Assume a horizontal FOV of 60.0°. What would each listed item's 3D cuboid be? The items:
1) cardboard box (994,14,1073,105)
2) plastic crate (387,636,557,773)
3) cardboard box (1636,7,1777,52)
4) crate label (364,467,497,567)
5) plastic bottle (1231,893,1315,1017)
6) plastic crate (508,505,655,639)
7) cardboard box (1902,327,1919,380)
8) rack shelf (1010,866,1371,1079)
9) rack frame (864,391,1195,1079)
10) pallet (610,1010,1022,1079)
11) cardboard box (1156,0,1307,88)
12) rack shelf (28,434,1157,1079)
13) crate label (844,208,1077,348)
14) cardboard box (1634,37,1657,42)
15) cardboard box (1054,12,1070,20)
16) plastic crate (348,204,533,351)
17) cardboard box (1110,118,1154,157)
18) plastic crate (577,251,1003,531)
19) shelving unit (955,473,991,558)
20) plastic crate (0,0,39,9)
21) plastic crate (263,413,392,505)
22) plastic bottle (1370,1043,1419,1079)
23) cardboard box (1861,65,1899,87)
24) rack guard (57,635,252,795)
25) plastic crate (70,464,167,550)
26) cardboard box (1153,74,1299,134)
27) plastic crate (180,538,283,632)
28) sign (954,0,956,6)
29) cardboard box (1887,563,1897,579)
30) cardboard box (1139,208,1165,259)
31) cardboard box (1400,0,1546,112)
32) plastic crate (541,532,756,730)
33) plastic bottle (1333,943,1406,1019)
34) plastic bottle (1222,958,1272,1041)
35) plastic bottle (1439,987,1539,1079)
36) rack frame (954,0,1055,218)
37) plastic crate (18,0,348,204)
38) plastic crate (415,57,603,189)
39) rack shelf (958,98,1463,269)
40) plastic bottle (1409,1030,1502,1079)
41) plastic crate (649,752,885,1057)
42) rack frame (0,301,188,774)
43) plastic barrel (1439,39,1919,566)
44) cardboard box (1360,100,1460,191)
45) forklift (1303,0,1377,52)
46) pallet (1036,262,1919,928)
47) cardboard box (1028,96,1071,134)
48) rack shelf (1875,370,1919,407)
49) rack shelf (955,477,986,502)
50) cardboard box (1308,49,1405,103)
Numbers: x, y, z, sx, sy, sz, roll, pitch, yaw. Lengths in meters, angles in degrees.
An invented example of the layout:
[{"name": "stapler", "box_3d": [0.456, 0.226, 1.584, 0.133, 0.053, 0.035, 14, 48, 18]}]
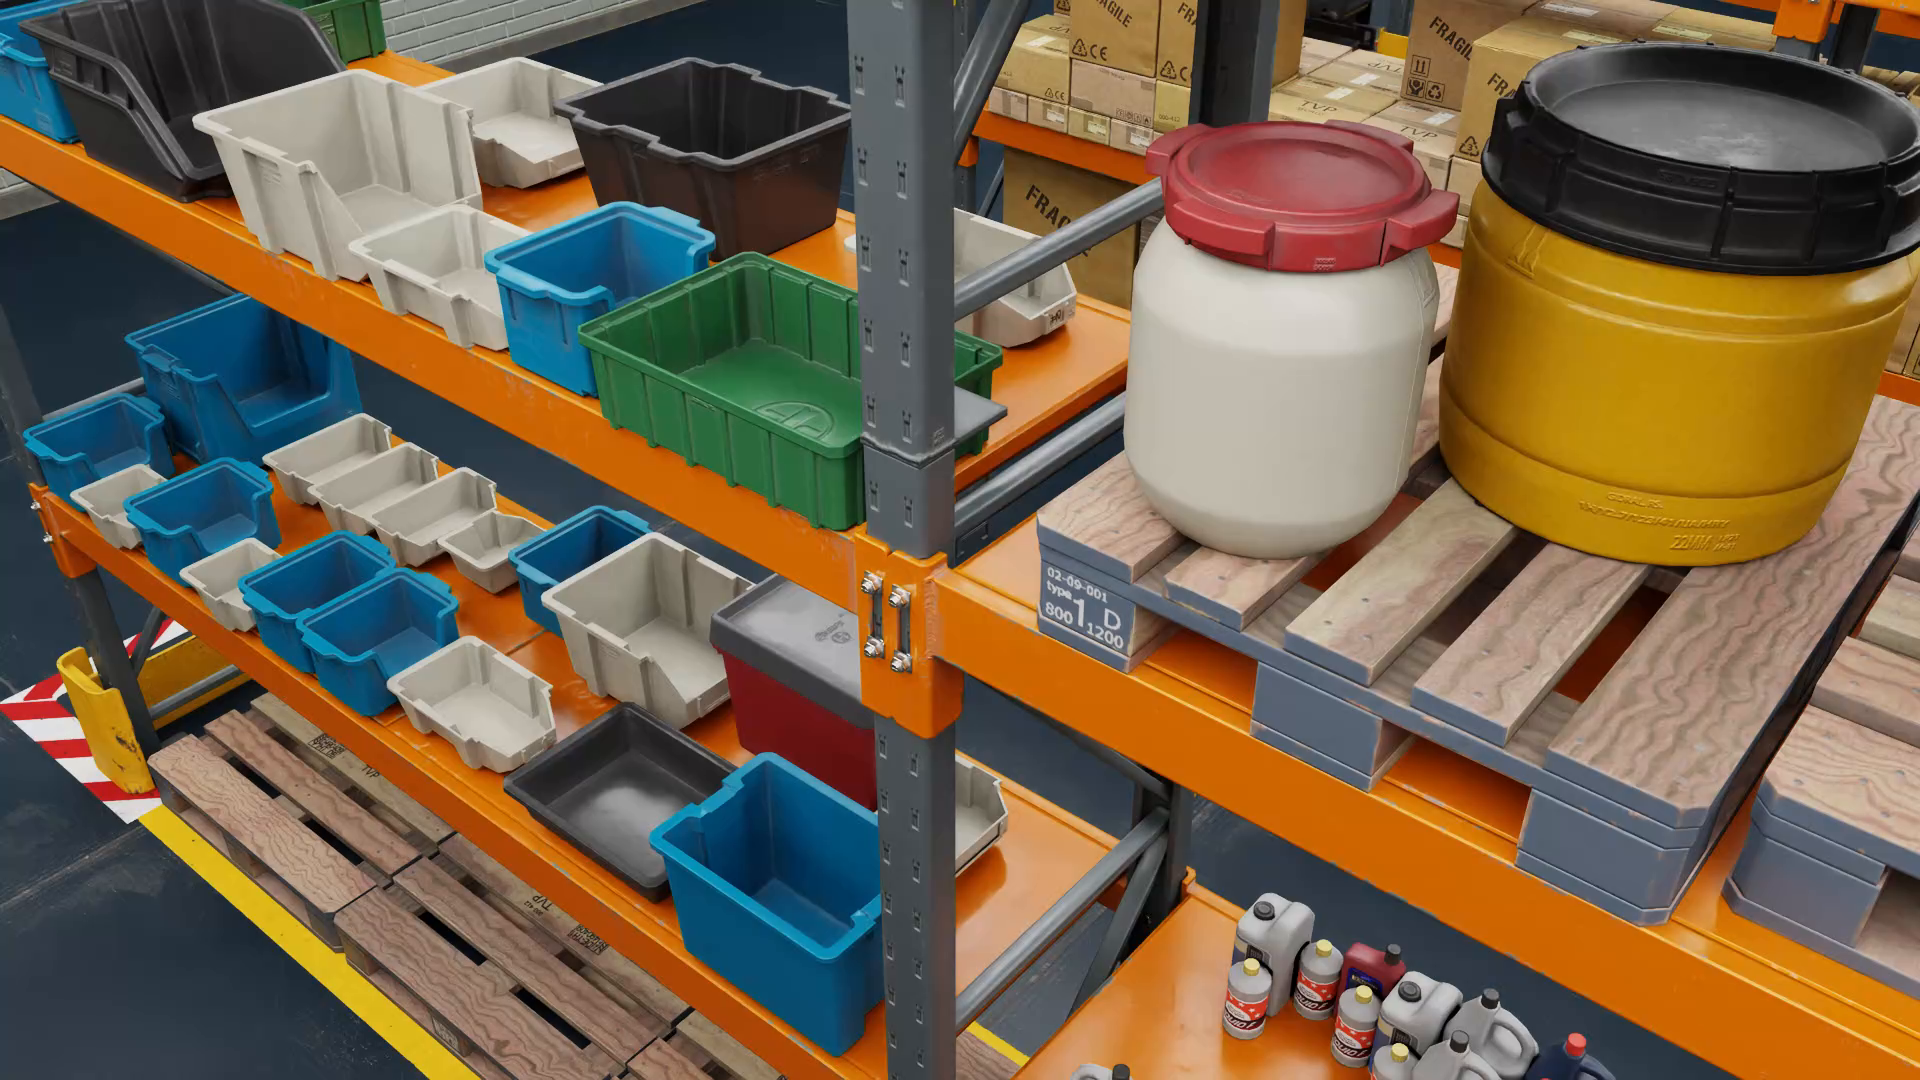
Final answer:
[{"name": "cardboard box", "box_3d": [0.499, -2.487, 8.592, 0.500, 0.250, 0.500, 24, 41, 31]}, {"name": "plastic crate", "box_3d": [-1.322, 0.470, 4.596, 0.466, 0.136, 0.293, 25, 42, 32]}, {"name": "cardboard box", "box_3d": [3.173, -1.923, 7.108, 0.500, 0.500, 0.500, 25, 42, 32]}, {"name": "crate label", "box_3d": [-1.680, -0.061, 5.369, 0.243, 0.136, 0.396, 25, 42, 32]}, {"name": "plastic bottle", "box_3d": [0.718, 0.939, 3.842, 0.135, 0.276, 0.152, 25, 42, 32]}, {"name": "plastic crate", "box_3d": [-1.123, 0.114, 5.029, 0.300, 0.233, 0.416, 25, 42, 32]}, {"name": "cardboard box", "box_3d": [3.958, -0.853, 6.254, 0.500, 0.500, 0.500, 25, 42, 32]}, {"name": "rack shelf", "box_3d": [1.745, 1.907, 2.959, 4.000, 0.370, 1.077, 25, 42, 32]}, {"name": "rack frame", "box_3d": [0.208, 0.886, 3.810, 0.127, 3.000, 1.000, 25, 42, 32]}, {"name": "pallet", "box_3d": [-0.382, 1.786, 4.963, 1.213, 0.211, 1.003, 25, 42, 32]}, {"name": "cardboard box", "box_3d": [1.286, -2.430, 7.846, 0.500, 0.500, 0.500, 24, 41, 31]}, {"name": "rack shelf", "box_3d": [-1.329, 0.458, 5.069, 4.000, 0.370, 1.077, 25, 42, 32]}, {"name": "crate label", "box_3d": [0.017, -0.545, 3.477, 0.466, 0.136, 0.293, 25, 42, 32]}, {"name": "cardboard box", "box_3d": [2.853, -1.689, 6.767, 0.500, 0.500, 0.500, 27, 42, 33]}, {"name": "cardboard box", "box_3d": [0.846, -2.718, 8.928, 0.500, 0.250, 0.500, 25, 41, 31]}, {"name": "plastic crate", "box_3d": [-1.013, -0.537, 3.465, 0.466, 0.136, 0.293, 25, 42, 32]}, {"name": "cardboard box", "box_3d": [0.961, -2.063, 8.326, 0.250, 0.149, 0.380, 25, 41, 31]}, {"name": "plastic crate", "box_3d": [-0.311, -0.285, 3.053, 0.662, 0.188, 0.450, 25, 42, 32]}, {"name": "shelving unit", "box_3d": [-0.127, -0.555, 7.498, 0.503, 1.200, 0.258, 25, 42, 32]}, {"name": "plastic crate", "box_3d": [-2.748, -1.485, 4.728, 0.590, 0.269, 0.497, 25, 42, 32]}, {"name": "plastic crate", "box_3d": [-2.123, -0.262, 5.662, 0.243, 0.136, 0.396, 25, 42, 32]}, {"name": "plastic bottle", "box_3d": [0.933, 1.163, 3.582, 0.097, 0.201, 0.097, 0, 34, 0]}, {"name": "cardboard box", "box_3d": [6.097, -3.044, 11.154, 0.250, 0.149, 0.380, 25, 41, 31]}, {"name": "rack guard", "box_3d": [-2.892, 0.465, 6.632, 0.348, 0.500, 1.175, 25, 42, 32]}, {"name": "plastic crate", "box_3d": [-2.693, -0.094, 5.417, 0.298, 0.136, 0.250, 25, 42, 32]}, {"name": "cardboard box", "box_3d": [1.287, -2.118, 8.054, 0.500, 0.250, 0.500, 24, 41, 30]}, {"name": "plastic crate", "box_3d": [-2.172, 0.152, 5.059, 0.298, 0.136, 0.250, 25, 42, 32]}, {"name": "sign", "box_3d": [-0.056, -2.868, 8.442, 0.005, 0.325, 0.100, 25, 42, 32]}, {"name": "cardboard box", "box_3d": [3.882, -0.343, 7.106, 0.875, 0.875, 1.225, 25, 42, 32]}, {"name": "cardboard box", "box_3d": [1.546, -1.488, 8.773, 0.875, 0.875, 0.875, 25, 42, 32]}, {"name": "cardboard box", "box_3d": [2.397, -2.292, 7.645, 0.500, 0.500, 0.500, 24, 41, 30]}, {"name": "plastic crate", "box_3d": [-0.847, 0.277, 4.749, 0.530, 0.282, 0.437, 25, 42, 32]}, {"name": "plastic bottle", "box_3d": [0.925, 1.000, 3.747, 0.133, 0.283, 0.061, 25, 42, 32]}, {"name": "plastic bottle", "box_3d": [0.653, 1.031, 3.774, 0.097, 0.201, 0.097, 0, 34, 0]}, {"name": "plastic bottle", "box_3d": [1.124, 1.097, 3.547, 0.185, 0.351, 0.144, 25, 42, 32]}, {"name": "rack frame", "box_3d": [0.303, -2.718, 9.058, 0.127, 3.000, 1.000, 25, 42, 32]}, {"name": "plastic crate", "box_3d": [-1.867, -1.101, 4.108, 0.767, 0.338, 0.504, 25, 42, 32]}, {"name": "plastic crate", "box_3d": [-1.119, -1.050, 4.213, 0.530, 0.136, 0.437, 25, 42, 32]}, {"name": "rack shelf", "box_3d": [1.840, -1.697, 8.206, 4.000, 0.370, 1.077, 25, 42, 32]}, {"name": "plastic bottle", "box_3d": [1.032, 1.160, 3.455, 0.185, 0.351, 0.144, 25, 42, 32]}, {"name": "plastic crate", "box_3d": [-0.369, 0.847, 3.828, 0.575, 0.384, 0.392, 25, 42, 32]}, {"name": "rack frame", "box_3d": [-2.866, -0.563, 5.920, 0.127, 3.000, 1.000, 25, 42, 32]}, {"name": "plastic barrel", "box_3d": [1.040, -0.359, 2.436, 0.600, 0.588, 0.600, 0, 34, 0]}, {"name": "cardboard box", "box_3d": [2.078, -1.747, 7.513, 0.500, 0.250, 0.500, 26, 42, 33]}, {"name": "forklift", "box_3d": [2.482, -3.406, 10.121, 3.031, 2.935, 1.130, 24, 41, 31]}, {"name": "pallet", "box_3d": [0.873, -0.031, 2.663, 1.003, 0.211, 1.213, 25, 42, 32]}, {"name": "cardboard box", "box_3d": [0.563, -2.250, 8.598, 0.250, 0.149, 0.380, 25, 41, 31]}, {"name": "rack shelf", "box_3d": [4.914, -0.248, 6.097, 4.000, 0.370, 1.077, 25, 42, 32]}, {"name": "rack shelf", "box_3d": [-0.127, -0.335, 7.648, 0.480, 0.148, 0.258, 25, 42, 32]}, {"name": "cardboard box", "box_3d": [2.029, -2.163, 8.120, 0.500, 0.250, 0.500, 25, 42, 32]}]
